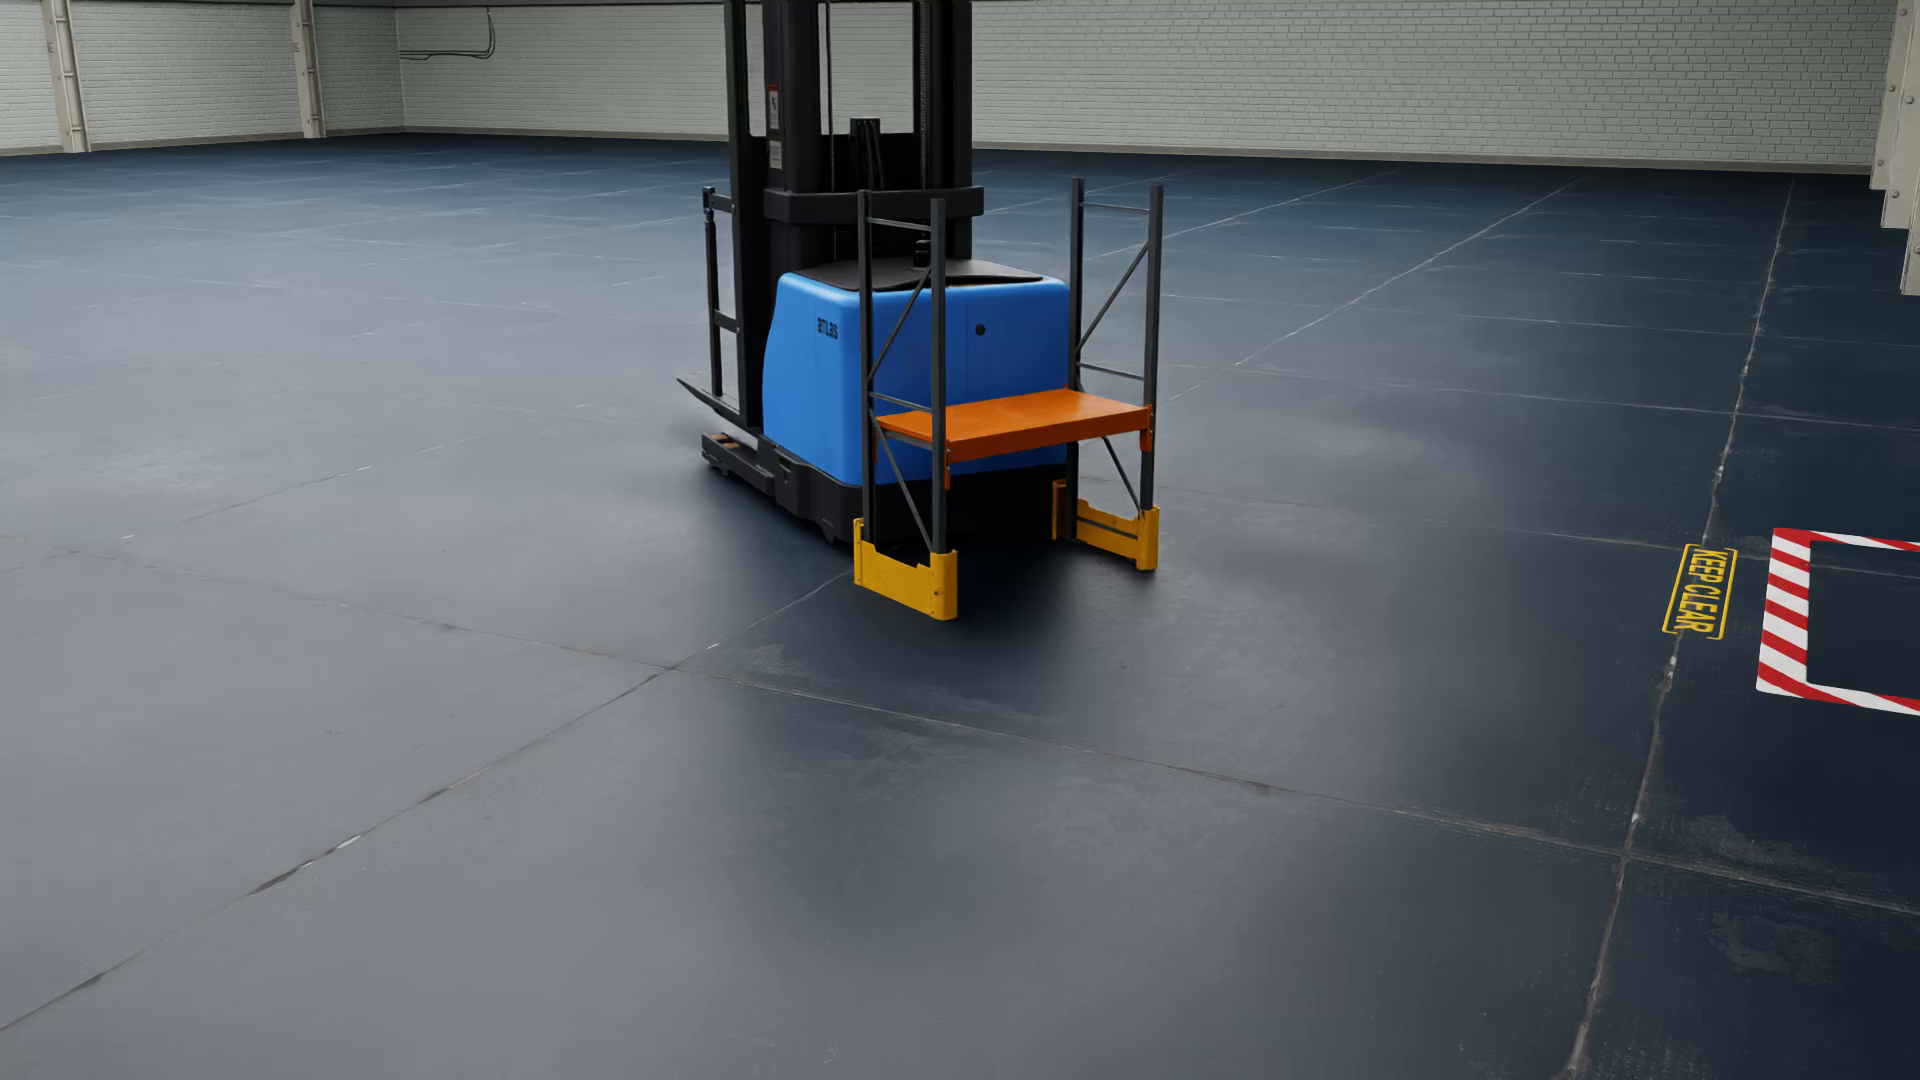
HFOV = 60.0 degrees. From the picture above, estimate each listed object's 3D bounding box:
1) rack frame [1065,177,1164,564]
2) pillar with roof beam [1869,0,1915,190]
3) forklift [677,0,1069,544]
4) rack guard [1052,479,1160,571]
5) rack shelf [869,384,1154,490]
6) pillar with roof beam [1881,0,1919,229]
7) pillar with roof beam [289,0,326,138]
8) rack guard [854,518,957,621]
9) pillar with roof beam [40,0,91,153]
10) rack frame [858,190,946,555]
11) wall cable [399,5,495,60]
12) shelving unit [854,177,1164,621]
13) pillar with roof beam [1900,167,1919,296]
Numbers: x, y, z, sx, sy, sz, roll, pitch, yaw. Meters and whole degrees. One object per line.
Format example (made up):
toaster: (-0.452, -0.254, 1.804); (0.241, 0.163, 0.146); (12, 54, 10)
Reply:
rack frame: (0.605, -0.669, 6.643); (0.032, 1.500, 0.500); (-12, 20, -35)
pillar with roof beam: (9.646, -10.010, 24.921); (9.100, 9.000, 0.400); (8, 18, 25)
forklift: (-0.626, -1.761, 7.805); (1.130, 2.935, 3.031); (-8, 18, -25)
rack guard: (0.589, -0.067, 6.810); (0.087, 0.250, 0.587); (-12, 20, -35)
rack shelf: (0.197, -0.410, 6.403); (1.000, 0.185, 0.538); (-12, 20, -35)
pillar with roof beam: (6.965, -8.481, 19.775); (9.100, 9.000, 0.400); (8, 18, 25)
pillar with roof beam: (-10.831, -12.922, 34.725); (9.100, 9.000, 0.400); (8, 18, 25)
rack guard: (-0.210, 0.103, 6.240); (0.087, 0.250, 0.587); (-12, 20, -35)
pillar with roof beam: (-13.513, -11.394, 29.580); (9.100, 9.000, 0.400); (8, 18, 25)
rack frame: (-0.211, -0.496, 6.061); (0.032, 1.500, 0.500); (-12, 20, -35)
wall cable: (-12.183, -12.563, 38.972); (3.097, 2.526, 0.112); (8, 18, 25)
shelving unit: (0.190, -0.581, 6.347); (1.083, 1.500, 0.587); (-12, 20, -35)
pillar with roof beam: (4.284, -6.953, 14.630); (9.100, 9.000, 0.400); (8, 18, 25)
